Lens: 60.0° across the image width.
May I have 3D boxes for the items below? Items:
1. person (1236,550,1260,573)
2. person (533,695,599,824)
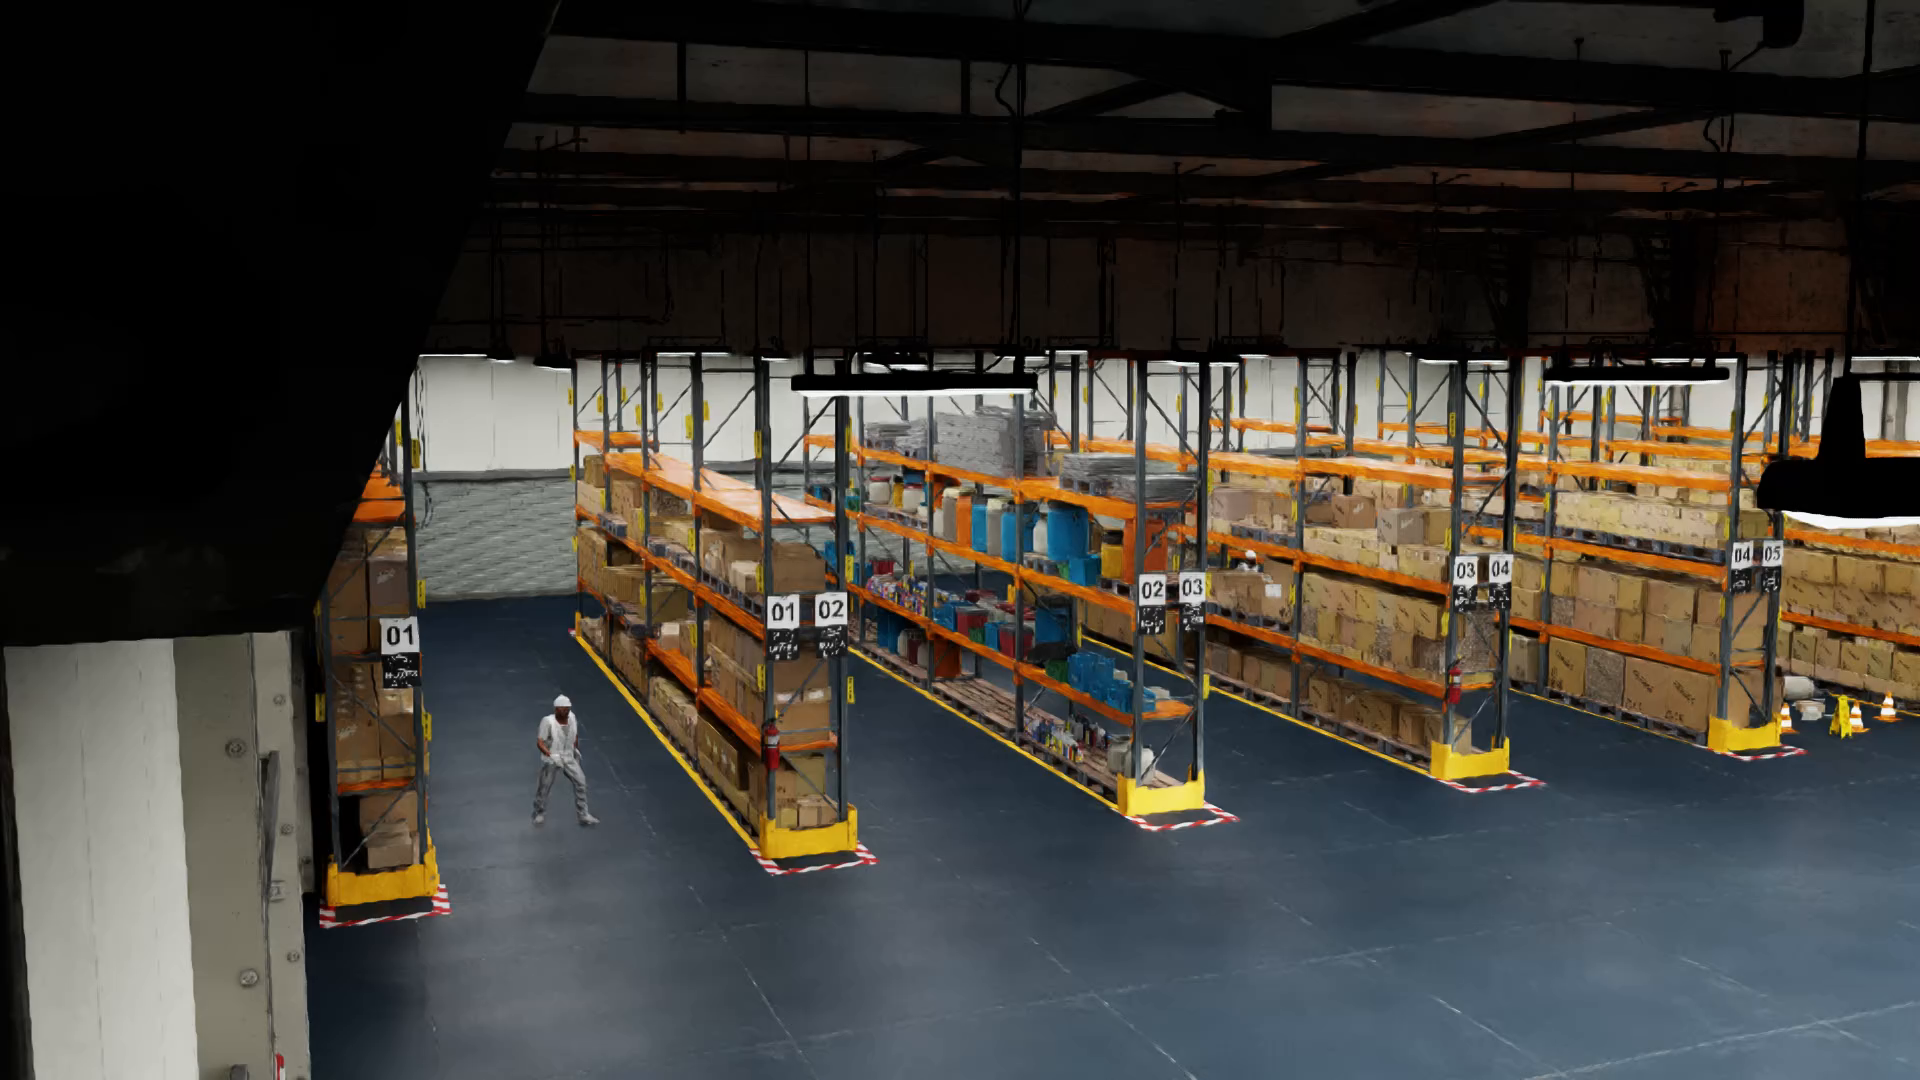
[{"bbox_3d":[6.158,1.051,35.683,0.677,1.725,0.574,-3,8,-23],"label":"person"},{"bbox_3d":[-5.146,2.817,21.391,0.696,1.716,0.832,-6,9,-39],"label":"person"}]
